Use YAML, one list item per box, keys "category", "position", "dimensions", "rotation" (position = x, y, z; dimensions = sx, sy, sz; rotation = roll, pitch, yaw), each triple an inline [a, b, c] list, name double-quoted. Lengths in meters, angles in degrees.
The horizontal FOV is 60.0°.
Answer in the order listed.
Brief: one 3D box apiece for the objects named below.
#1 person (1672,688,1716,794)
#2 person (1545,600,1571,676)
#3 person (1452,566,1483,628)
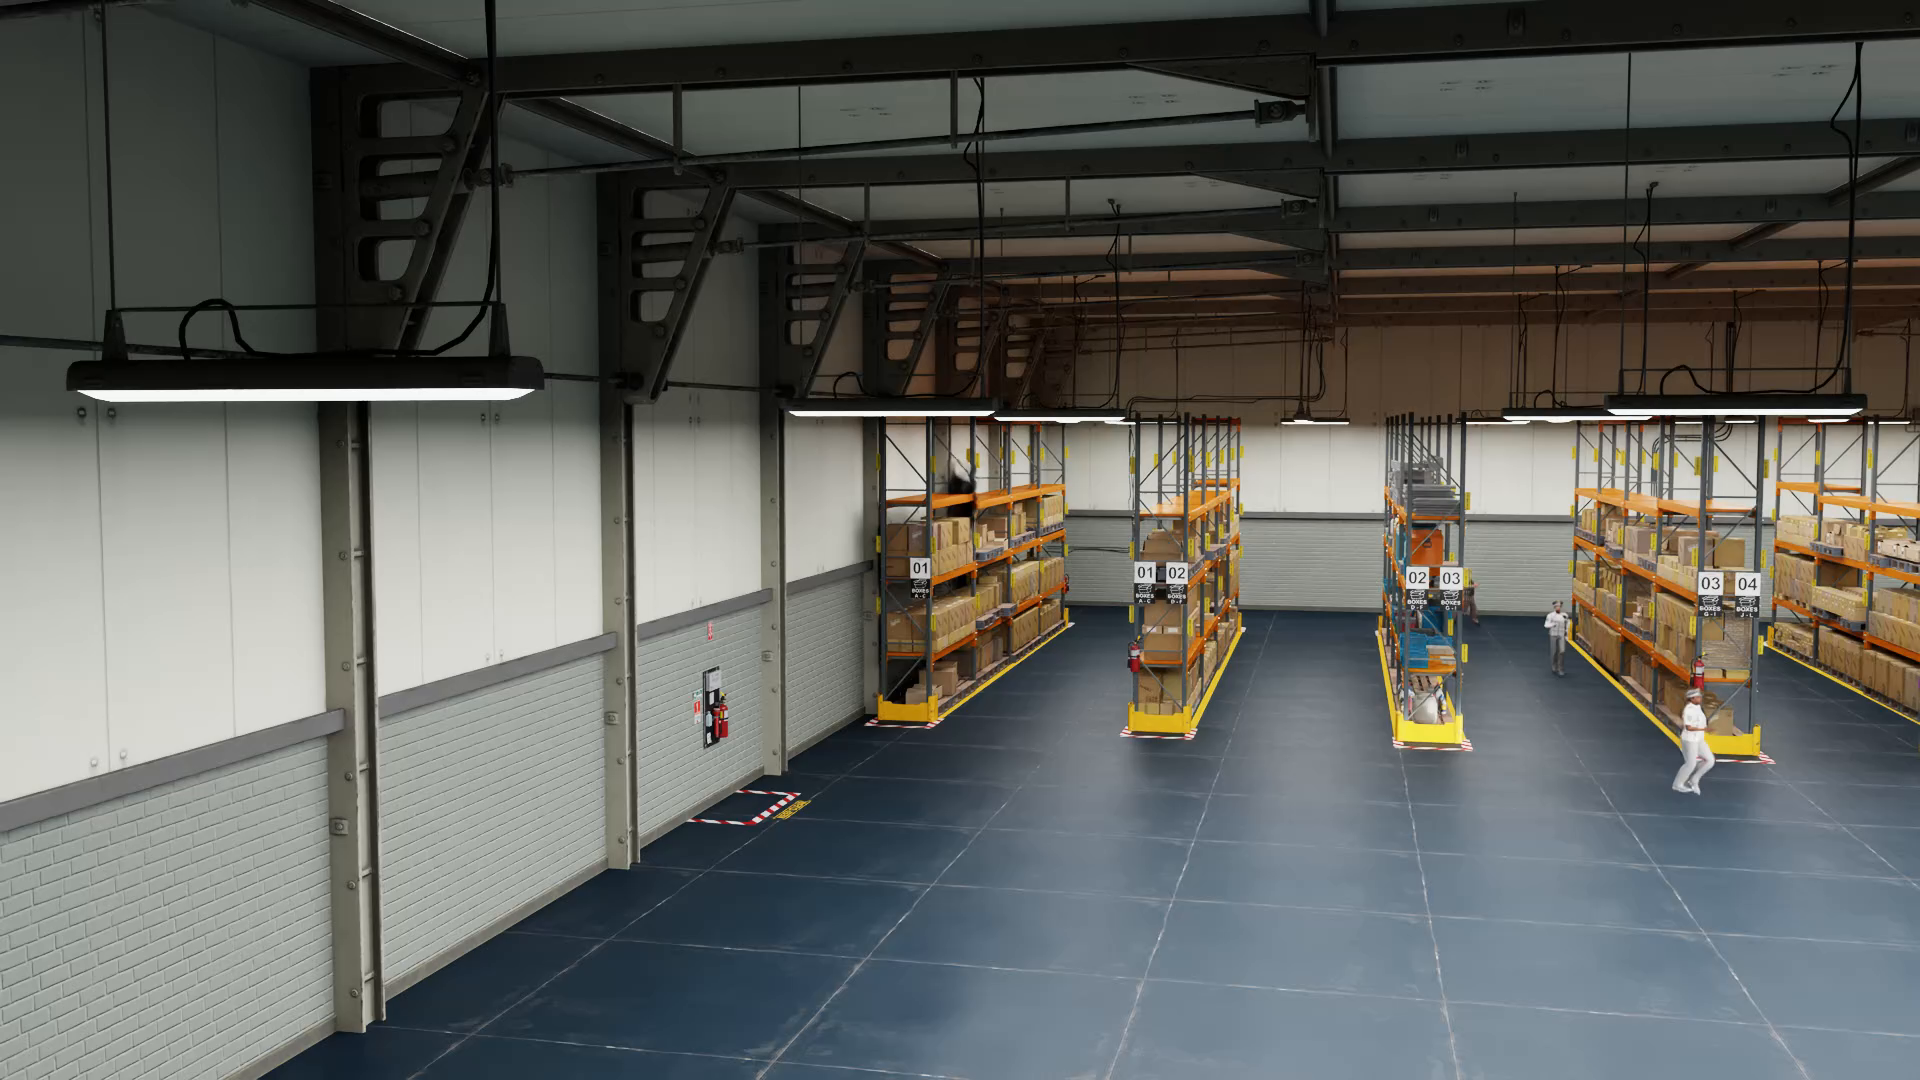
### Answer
- category: "person"
  position: [11.474, 3.133, 25.902]
  dimensions: [0.542, 1.691, 0.672]
  rotation: [-4, 5, -43]
- category: "person"
  position: [13.882, 2.265, 38.612]
  dimensions: [0.594, 1.745, 0.712]
  rotation: [1, 4, 14]
- category: "person"
  position: [14.503, 1.624, 47.522]
  dimensions: [0.881, 1.738, 0.651]
  rotation: [2, 4, 30]
